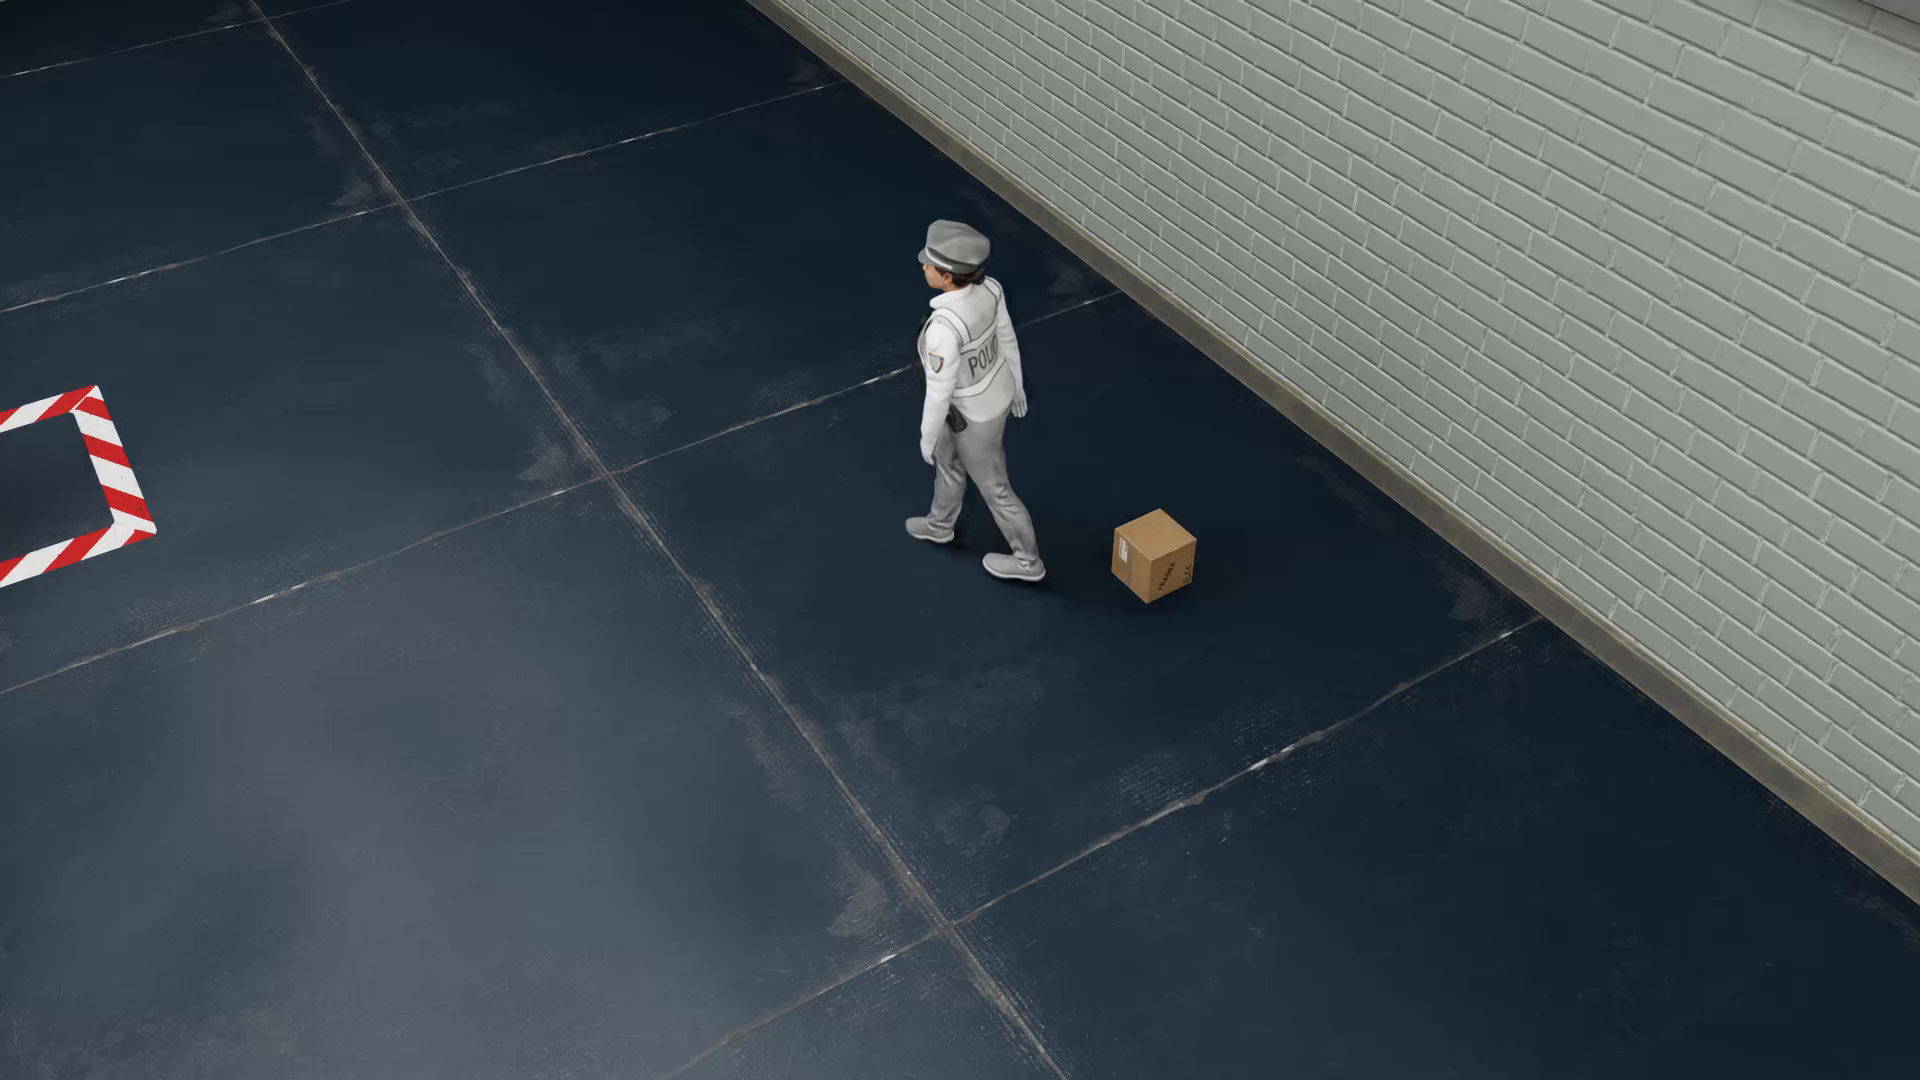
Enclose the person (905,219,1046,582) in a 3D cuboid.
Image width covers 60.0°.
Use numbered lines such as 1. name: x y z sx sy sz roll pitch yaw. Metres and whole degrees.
1. person: 0.028 -0.508 6.744 0.722 1.695 0.508 14 43 16
